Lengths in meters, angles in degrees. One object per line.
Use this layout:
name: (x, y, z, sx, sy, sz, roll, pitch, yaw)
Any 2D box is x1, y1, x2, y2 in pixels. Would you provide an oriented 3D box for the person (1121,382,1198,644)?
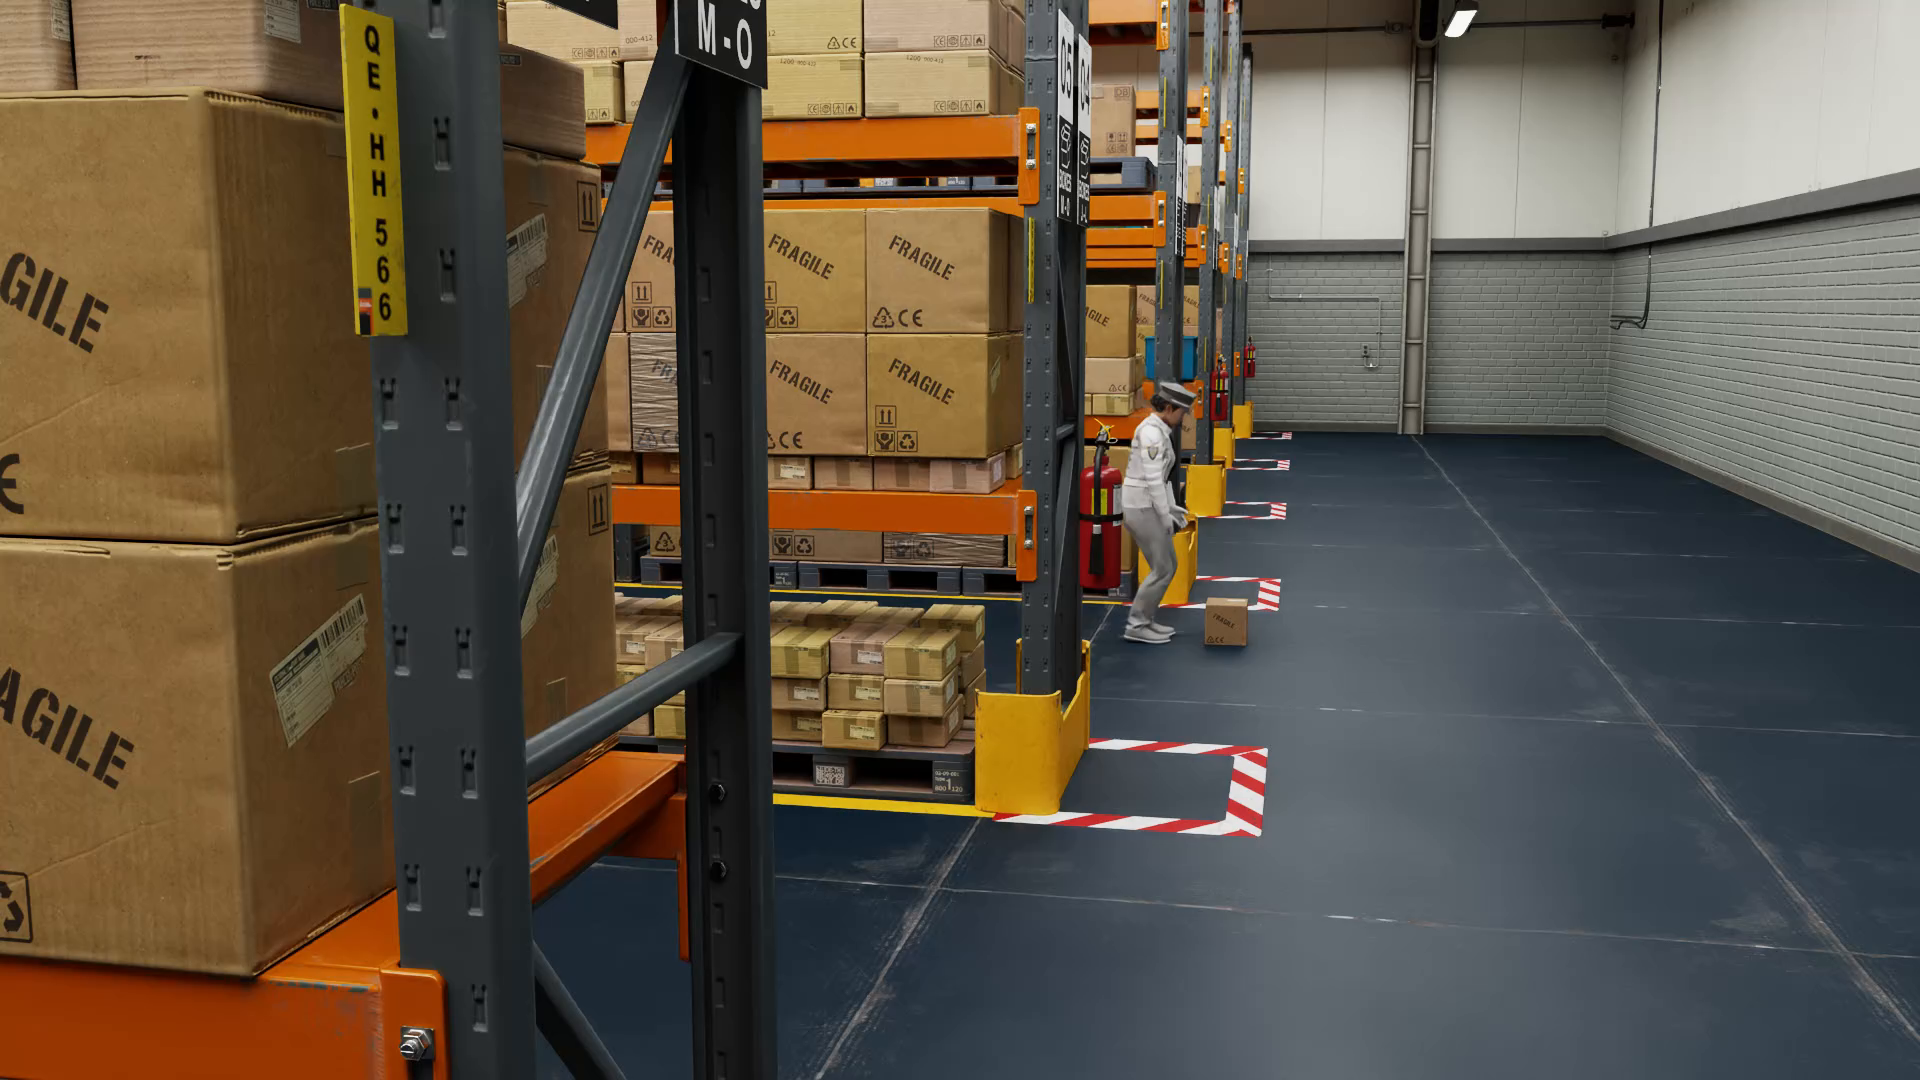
person: (1.216, -0.174, 10.306, 0.485, 1.604, 0.508, 2, 8, 13)
